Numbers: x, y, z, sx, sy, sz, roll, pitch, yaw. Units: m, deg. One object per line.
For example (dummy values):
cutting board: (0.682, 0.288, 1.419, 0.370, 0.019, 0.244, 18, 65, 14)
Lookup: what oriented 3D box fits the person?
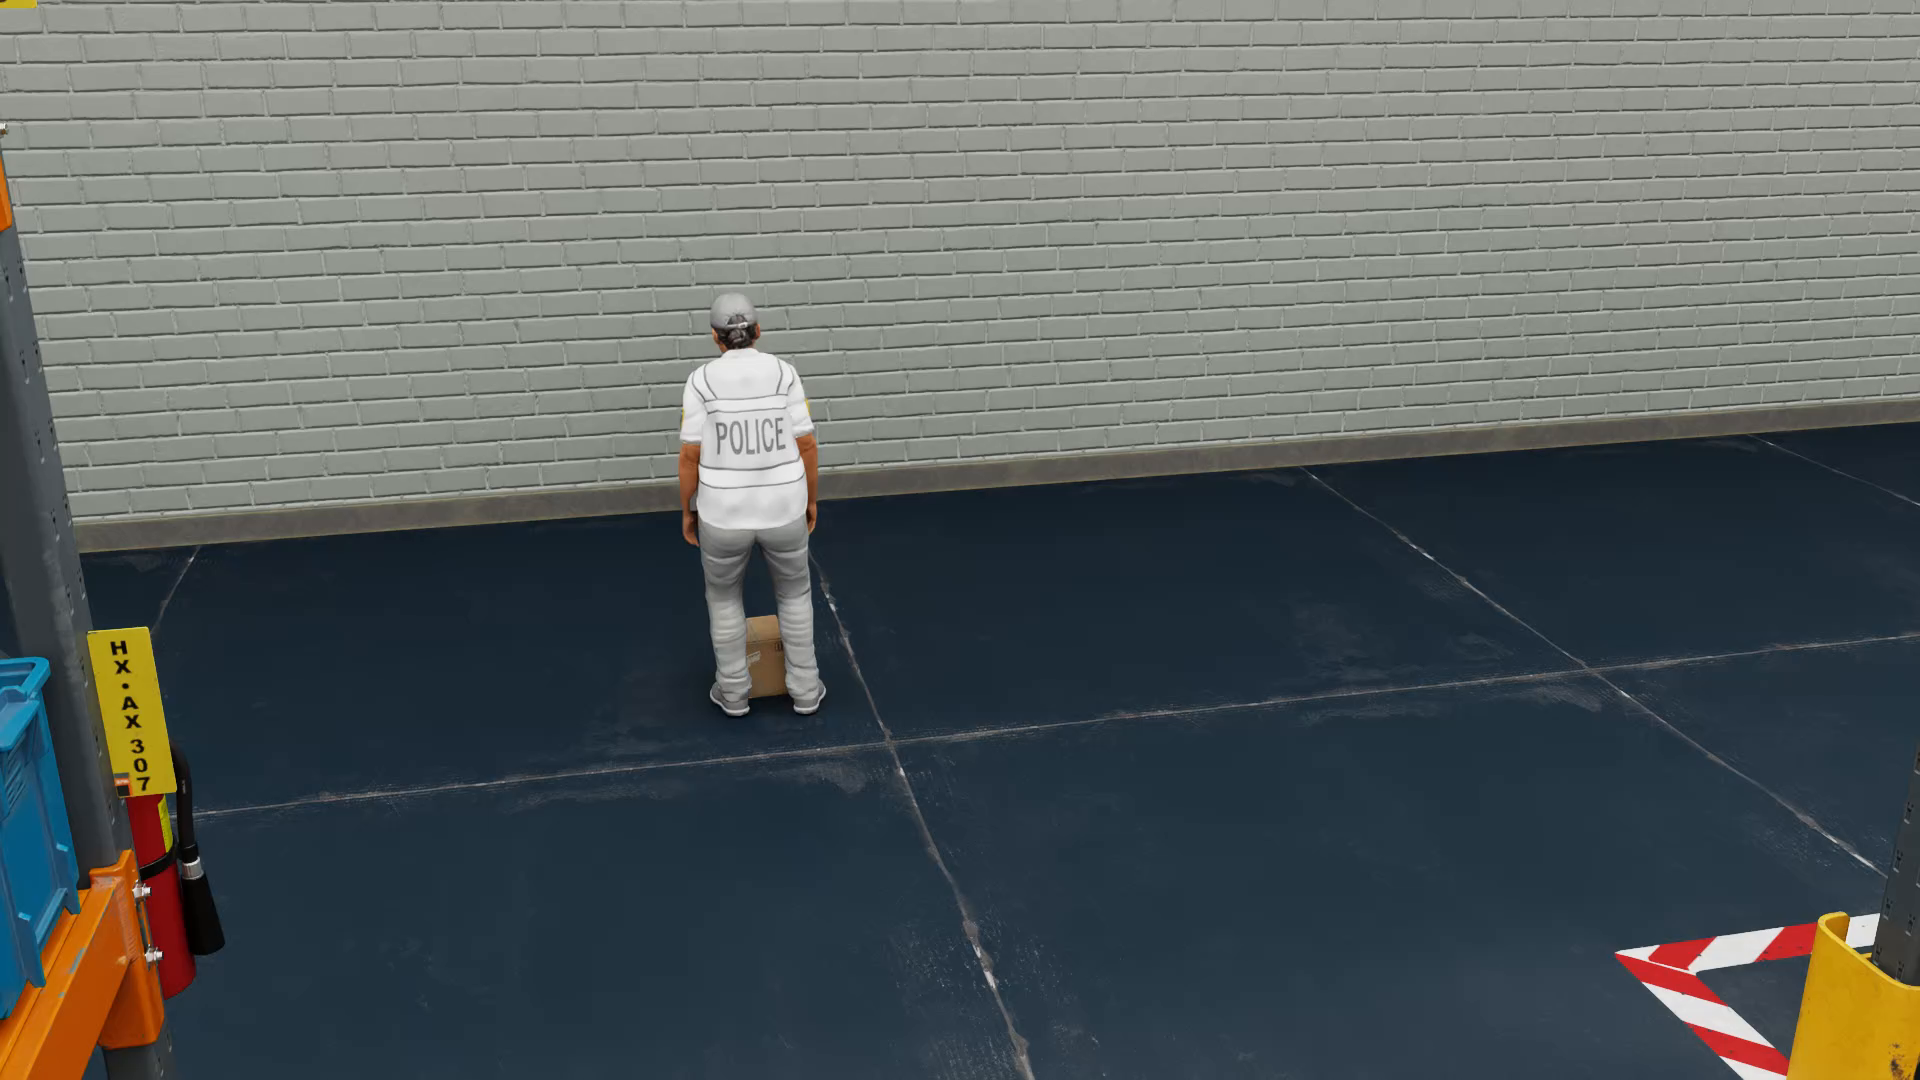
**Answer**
person: (-0.797, -0.114, 6.380, 0.548, 1.666, 0.473, -5, 20, -13)
